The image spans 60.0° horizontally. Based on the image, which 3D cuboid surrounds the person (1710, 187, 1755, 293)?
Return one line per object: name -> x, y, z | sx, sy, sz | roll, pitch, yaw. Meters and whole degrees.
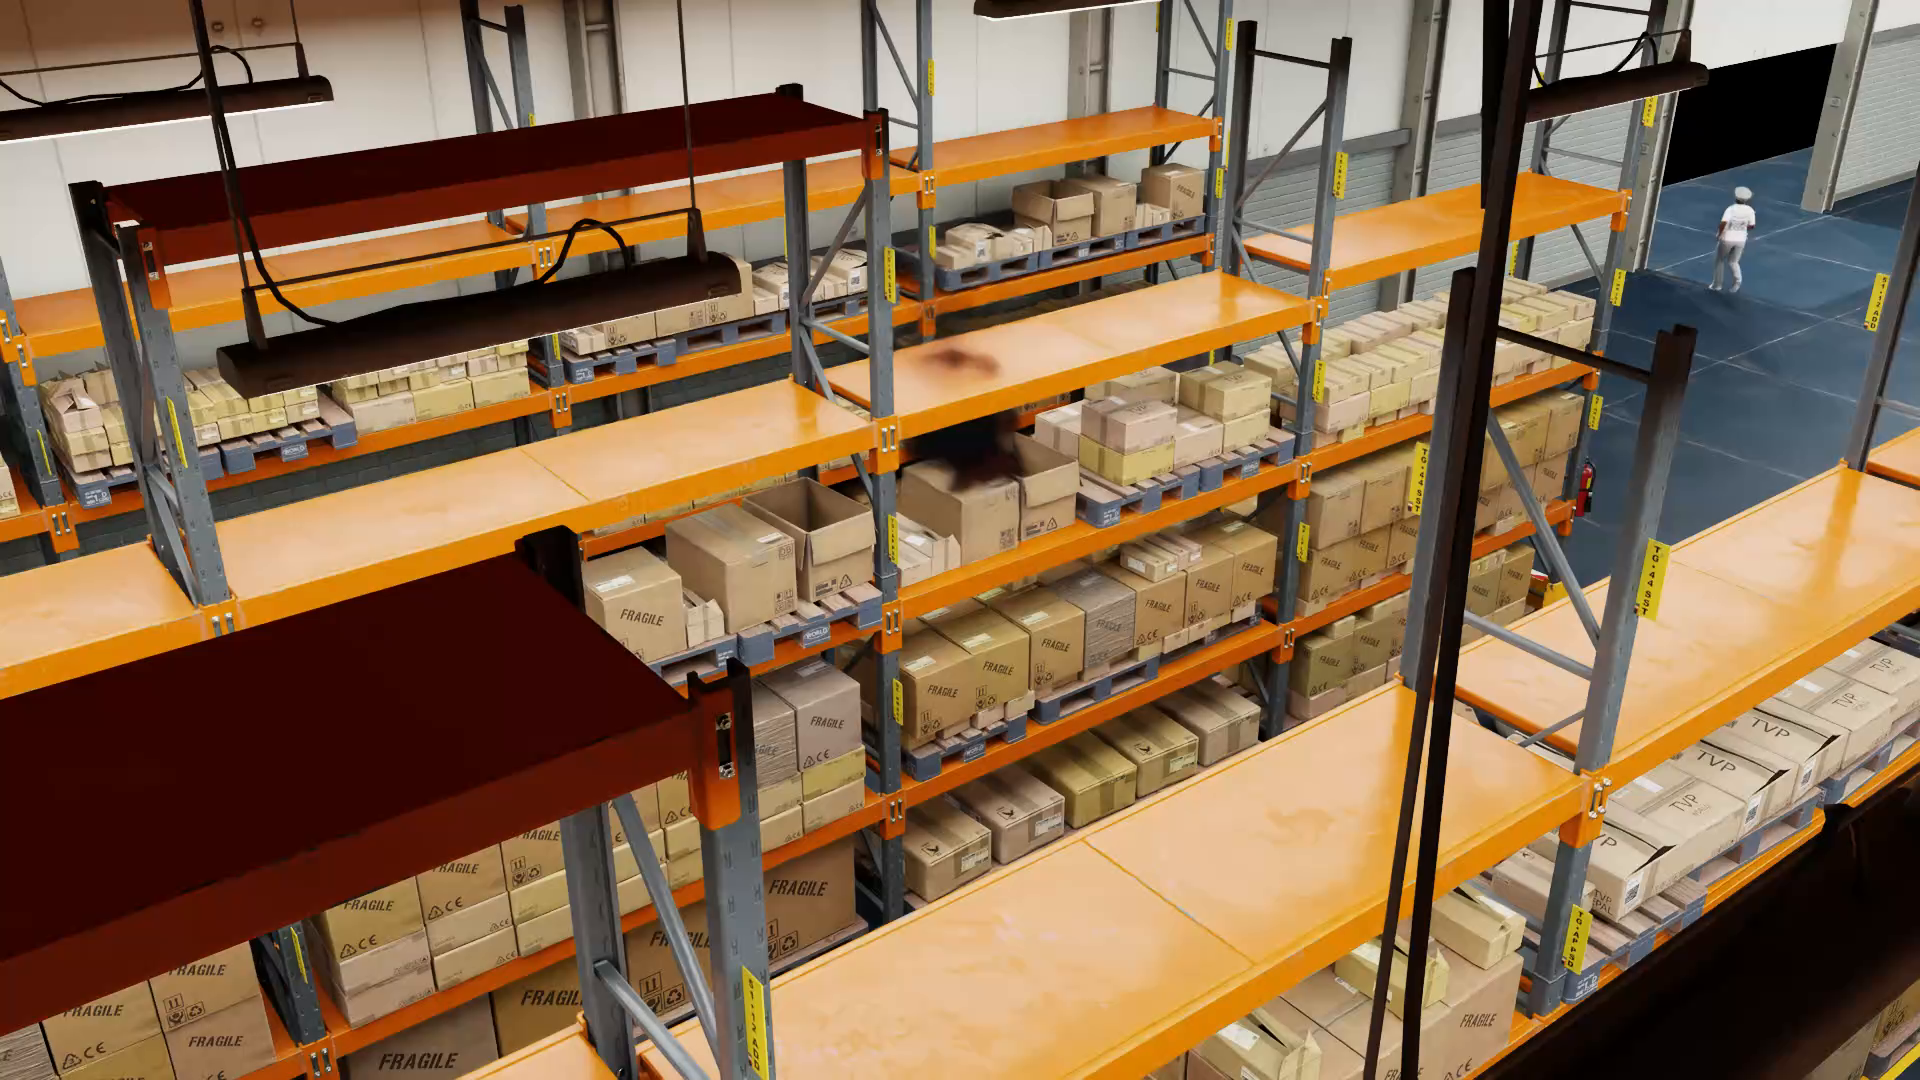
person -> 11.868, -4.580, 25.552 | 0.579, 1.683, 0.851 | 2, 26, 3
